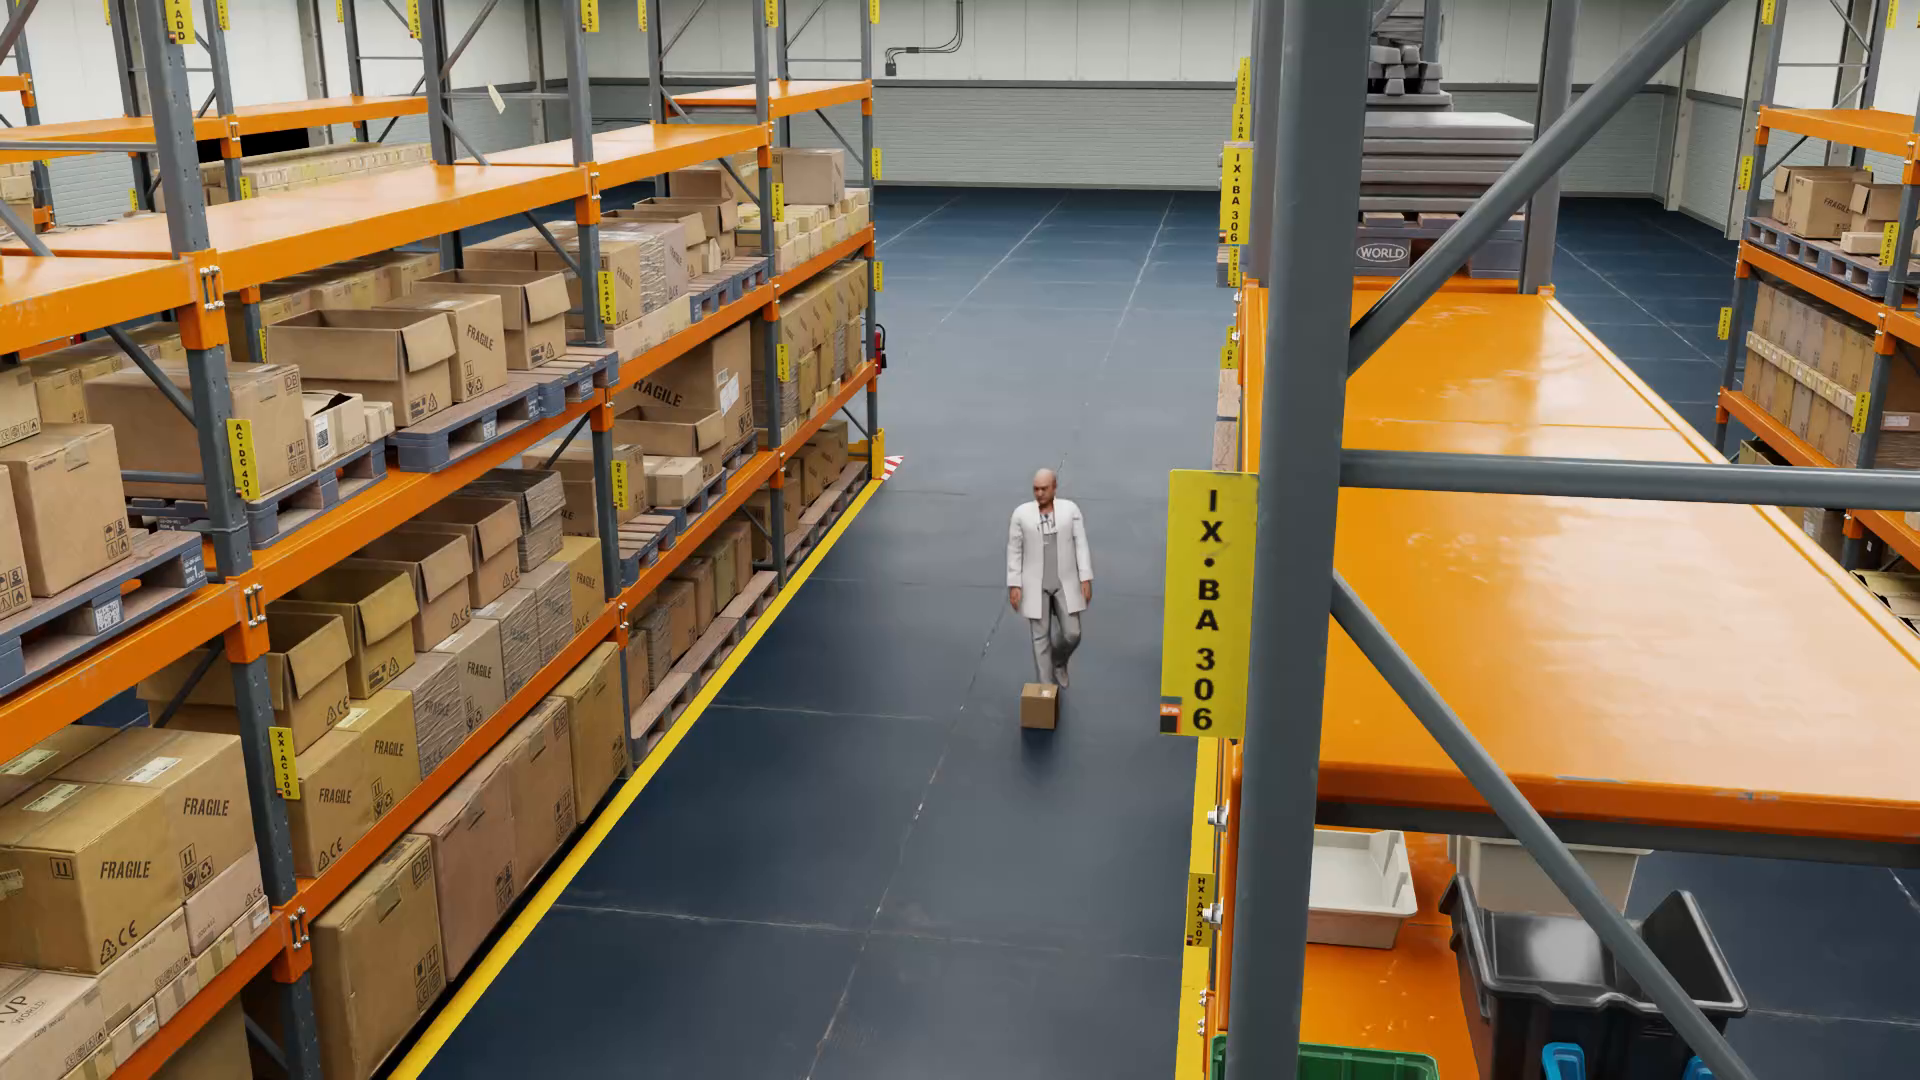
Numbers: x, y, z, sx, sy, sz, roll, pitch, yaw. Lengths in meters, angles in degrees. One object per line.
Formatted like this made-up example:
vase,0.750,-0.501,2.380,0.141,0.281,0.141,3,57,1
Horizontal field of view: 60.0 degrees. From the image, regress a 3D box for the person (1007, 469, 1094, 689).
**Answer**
person,0.677,0.362,12.418,0.657,1.767,0.691,0,18,0
